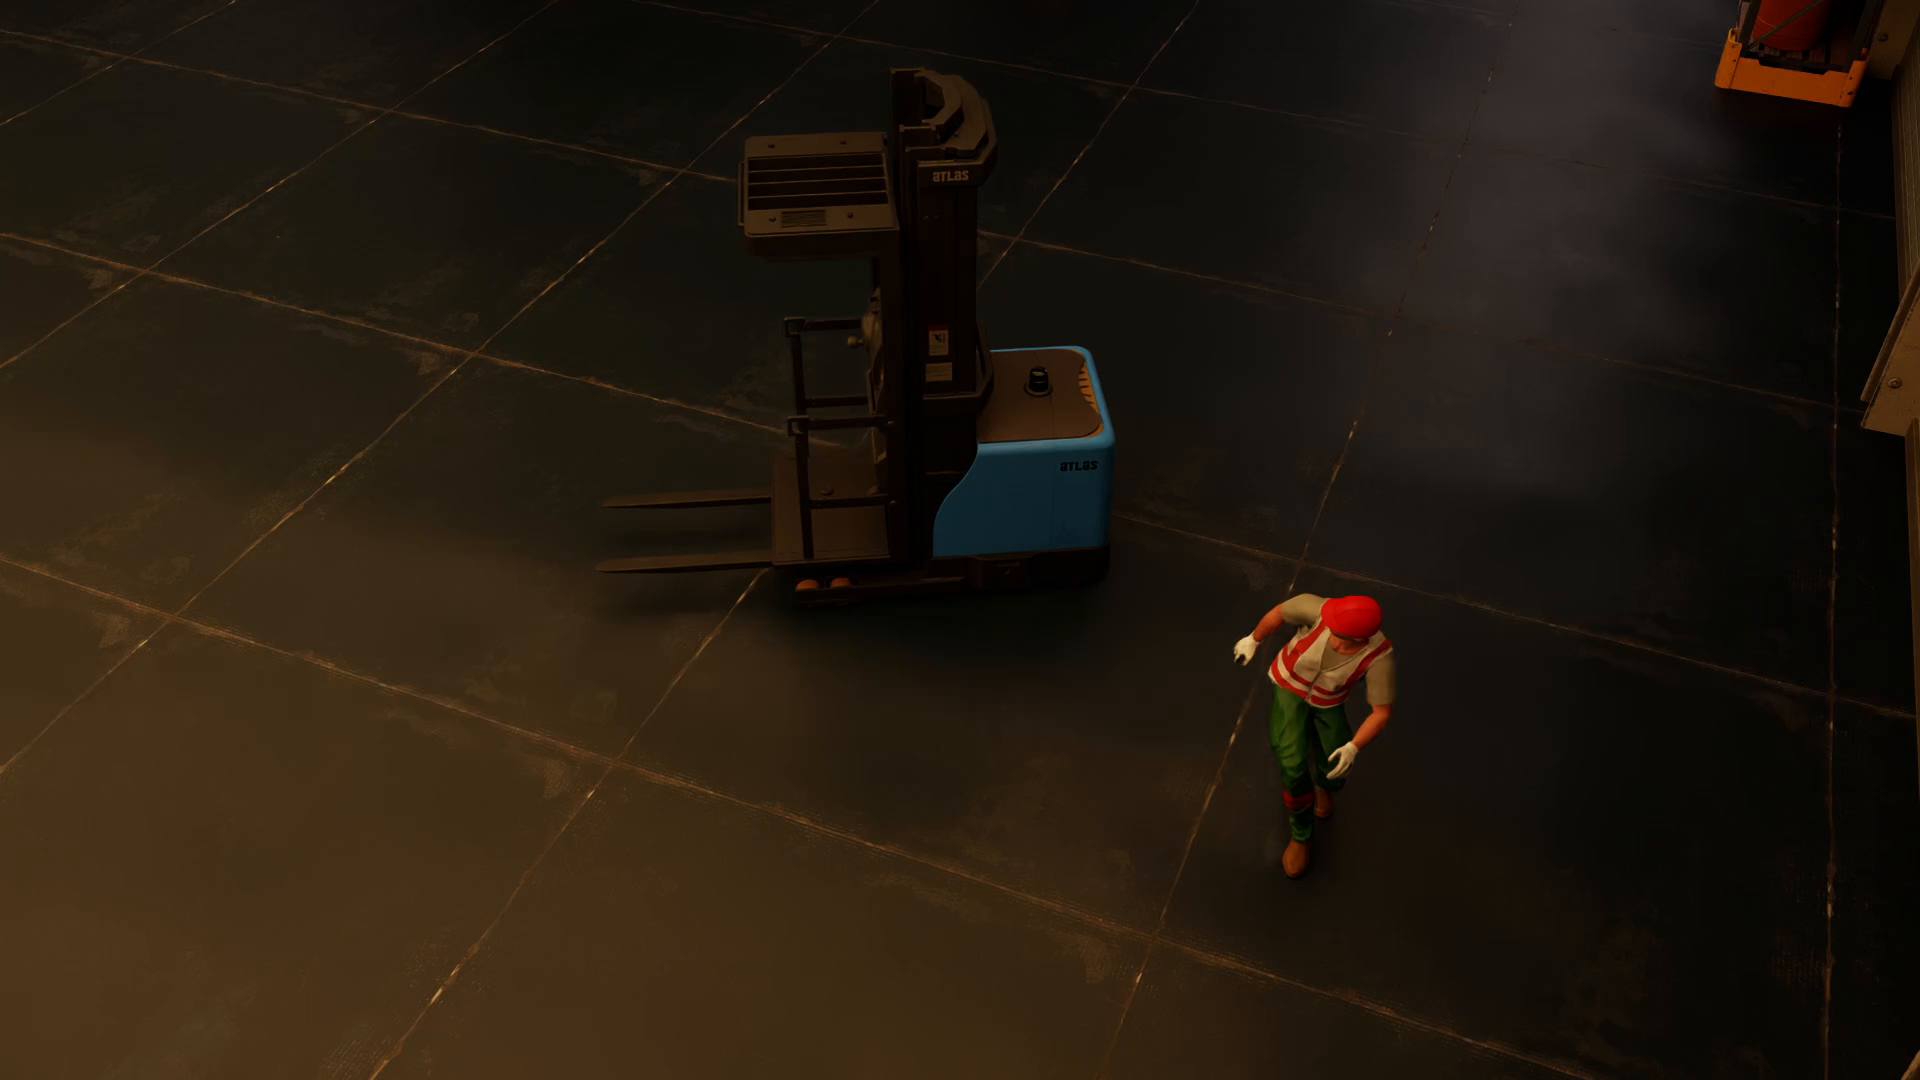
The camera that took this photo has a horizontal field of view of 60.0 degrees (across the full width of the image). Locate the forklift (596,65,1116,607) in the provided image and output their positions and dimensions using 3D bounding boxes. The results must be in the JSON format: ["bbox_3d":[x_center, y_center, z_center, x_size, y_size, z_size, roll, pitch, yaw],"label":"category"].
[{"bbox_3d":[-0.657,-1.083,9.300,3.031,2.935,1.130,-4,40,-4],"label":"forklift"}]

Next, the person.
[{"bbox_3d":[1.685,0.836,8.075,0.779,1.587,0.810,8,41,10],"label":"person"}]
